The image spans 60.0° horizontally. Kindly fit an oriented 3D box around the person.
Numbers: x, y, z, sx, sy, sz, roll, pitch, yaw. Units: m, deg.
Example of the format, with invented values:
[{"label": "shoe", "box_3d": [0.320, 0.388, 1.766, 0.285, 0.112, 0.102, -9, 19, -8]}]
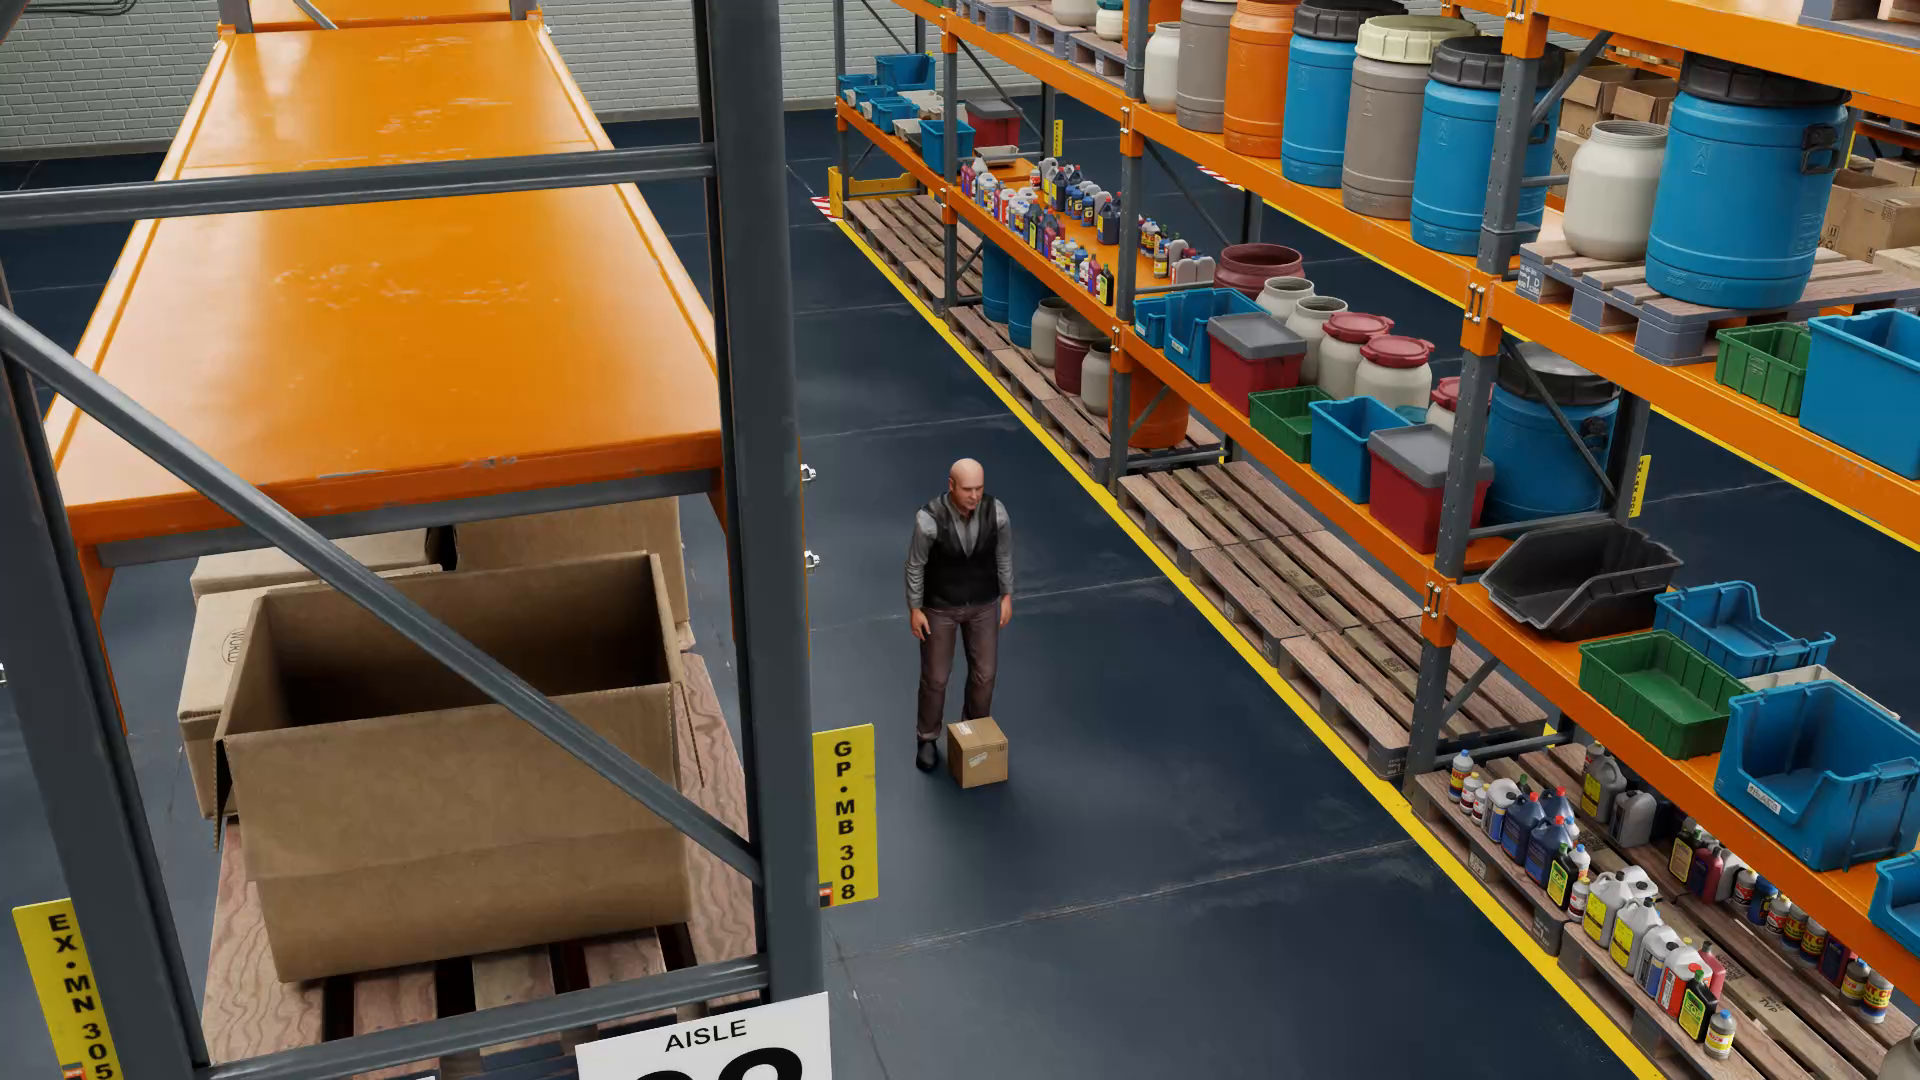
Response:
[{"label": "person", "box_3d": [0.002, 0.354, 8.669, 0.581, 1.721, 0.461, -8, 27, -16]}]
